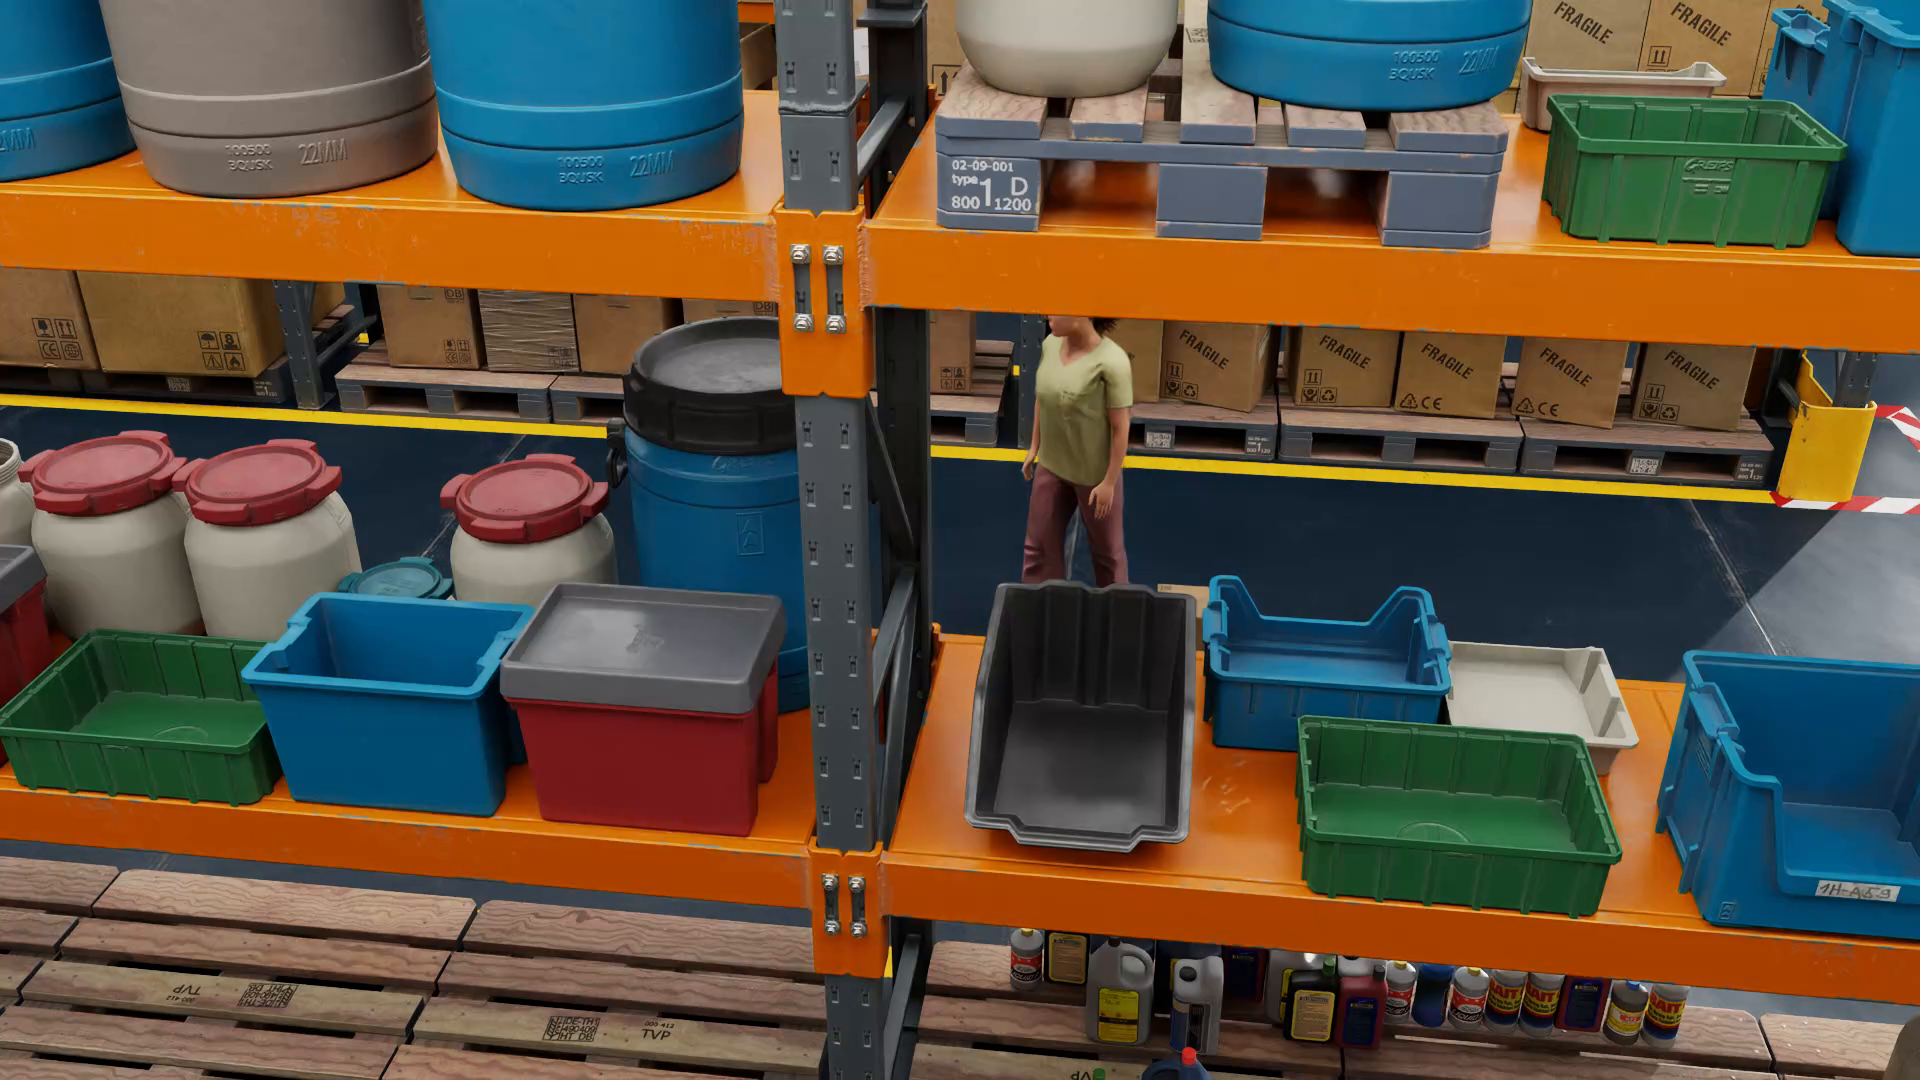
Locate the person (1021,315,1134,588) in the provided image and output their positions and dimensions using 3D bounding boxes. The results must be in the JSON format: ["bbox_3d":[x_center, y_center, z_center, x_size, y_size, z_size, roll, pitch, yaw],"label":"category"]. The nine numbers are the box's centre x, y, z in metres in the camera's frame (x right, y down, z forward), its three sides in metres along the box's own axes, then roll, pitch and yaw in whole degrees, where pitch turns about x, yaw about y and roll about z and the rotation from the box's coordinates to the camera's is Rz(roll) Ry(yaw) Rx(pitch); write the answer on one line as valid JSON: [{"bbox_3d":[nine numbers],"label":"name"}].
[{"bbox_3d":[0.444,-0.265,6.575,0.528,1.663,0.594,21,35,34],"label":"person"}]
